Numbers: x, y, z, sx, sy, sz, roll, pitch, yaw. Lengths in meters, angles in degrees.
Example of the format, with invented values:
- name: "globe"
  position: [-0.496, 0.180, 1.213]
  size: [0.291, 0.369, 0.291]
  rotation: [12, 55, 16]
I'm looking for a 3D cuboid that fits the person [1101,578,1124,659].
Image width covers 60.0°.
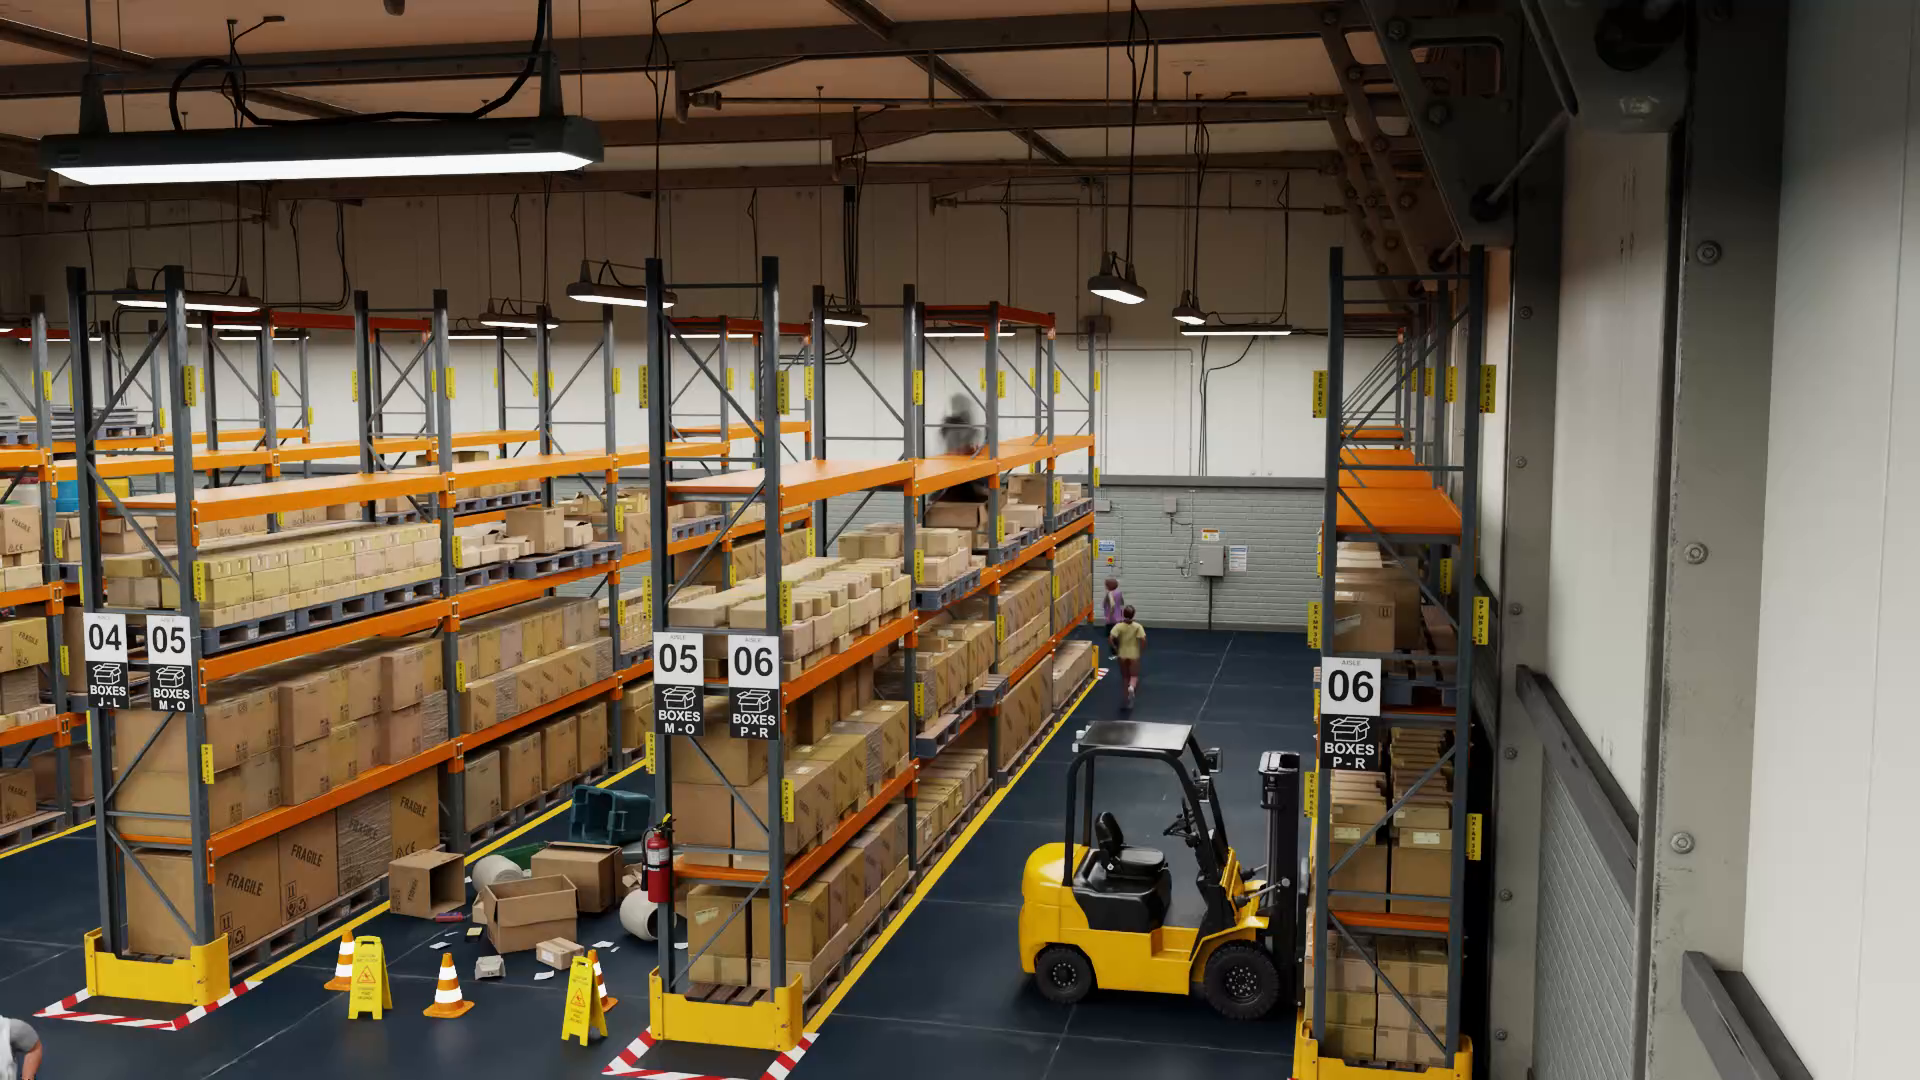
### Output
- name: "person"
  position: [2.700, 1.418, 29.425]
  size: [0.588, 1.537, 0.769]
  rotation: [-4, 7, -35]

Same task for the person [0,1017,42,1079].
- name: "person"
  position: [-5.494, 3.339, 9.360]
  size: [0.620, 1.770, 0.677]
  rotation: [-3, 7, -30]

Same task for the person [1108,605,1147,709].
- name: "person"
  position: [2.561, 1.800, 25.396]
  size: [0.595, 1.623, 0.699]
  rotation: [1, 6, 11]
